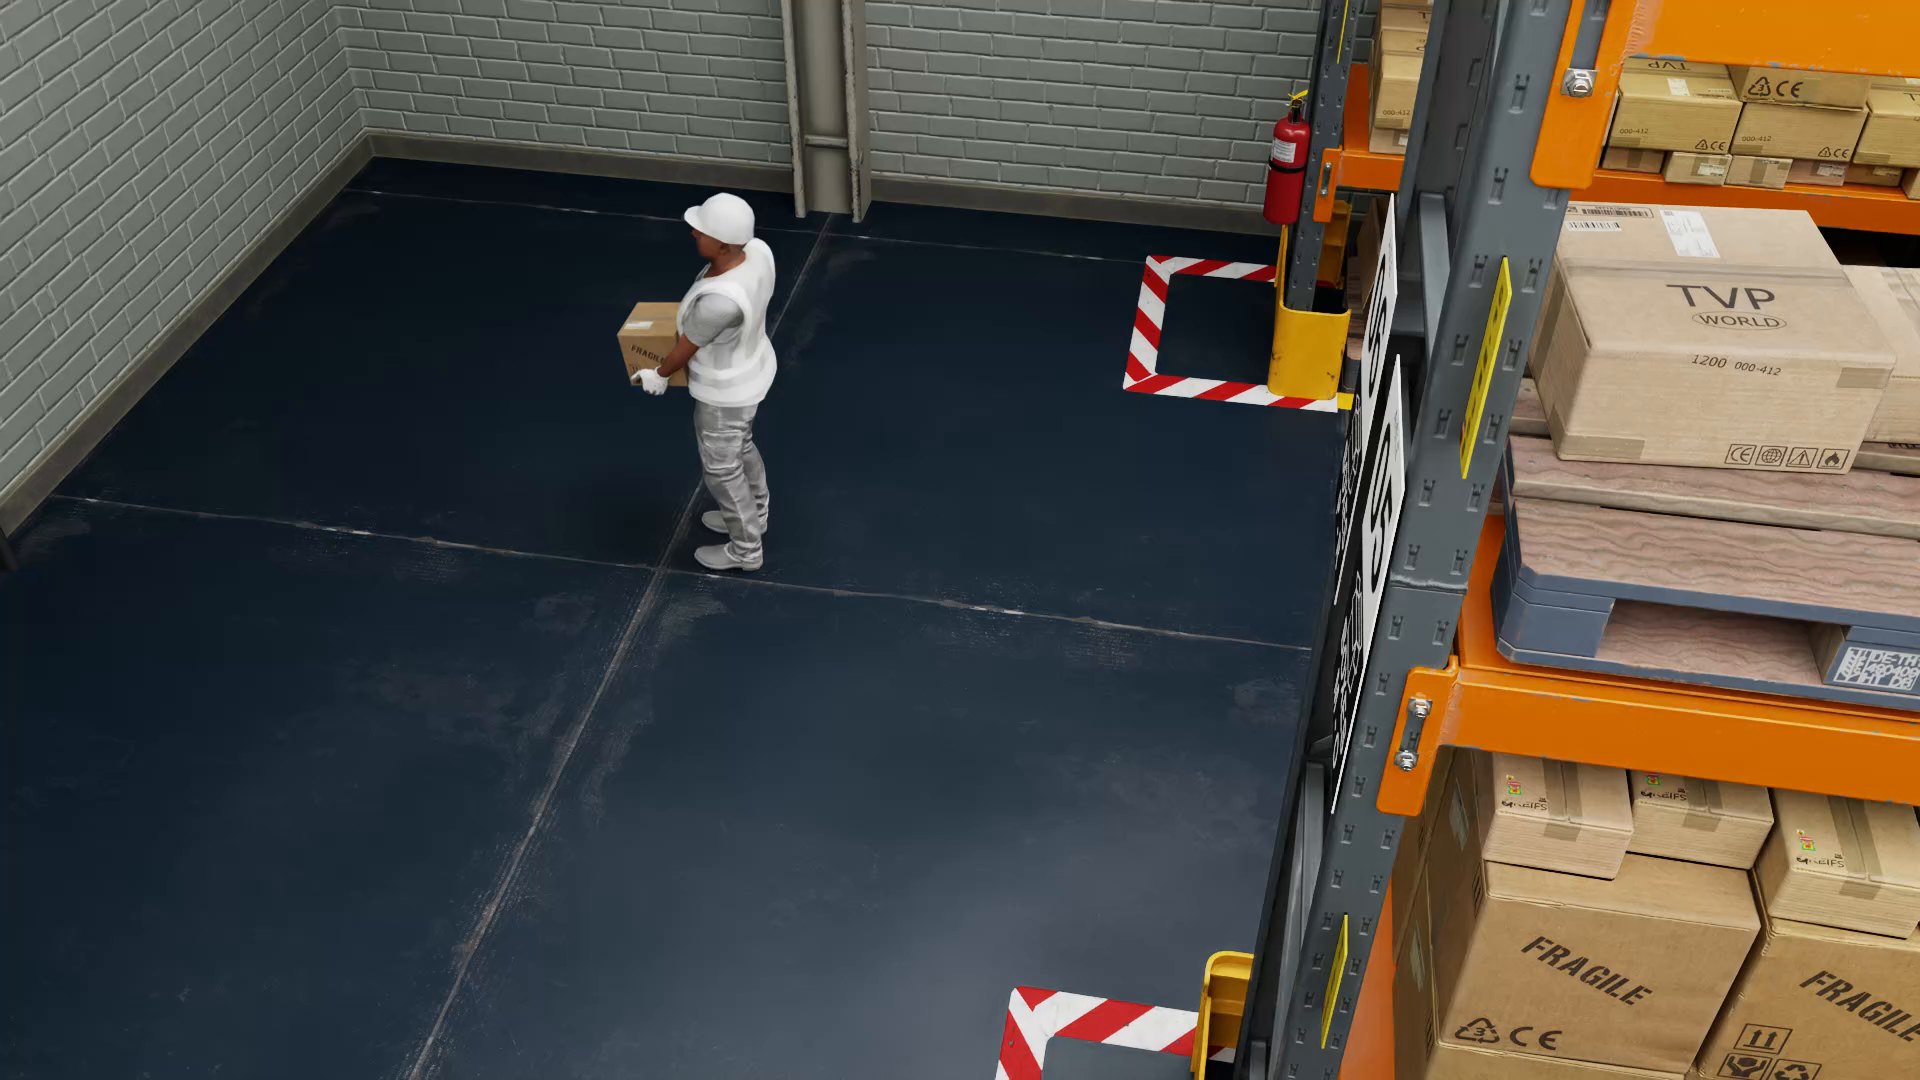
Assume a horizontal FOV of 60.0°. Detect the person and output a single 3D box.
[{"bbox_3d":[-1.049,-0.655,6.921,0.574,1.778,0.487,7,41,8],"label":"person"}]
